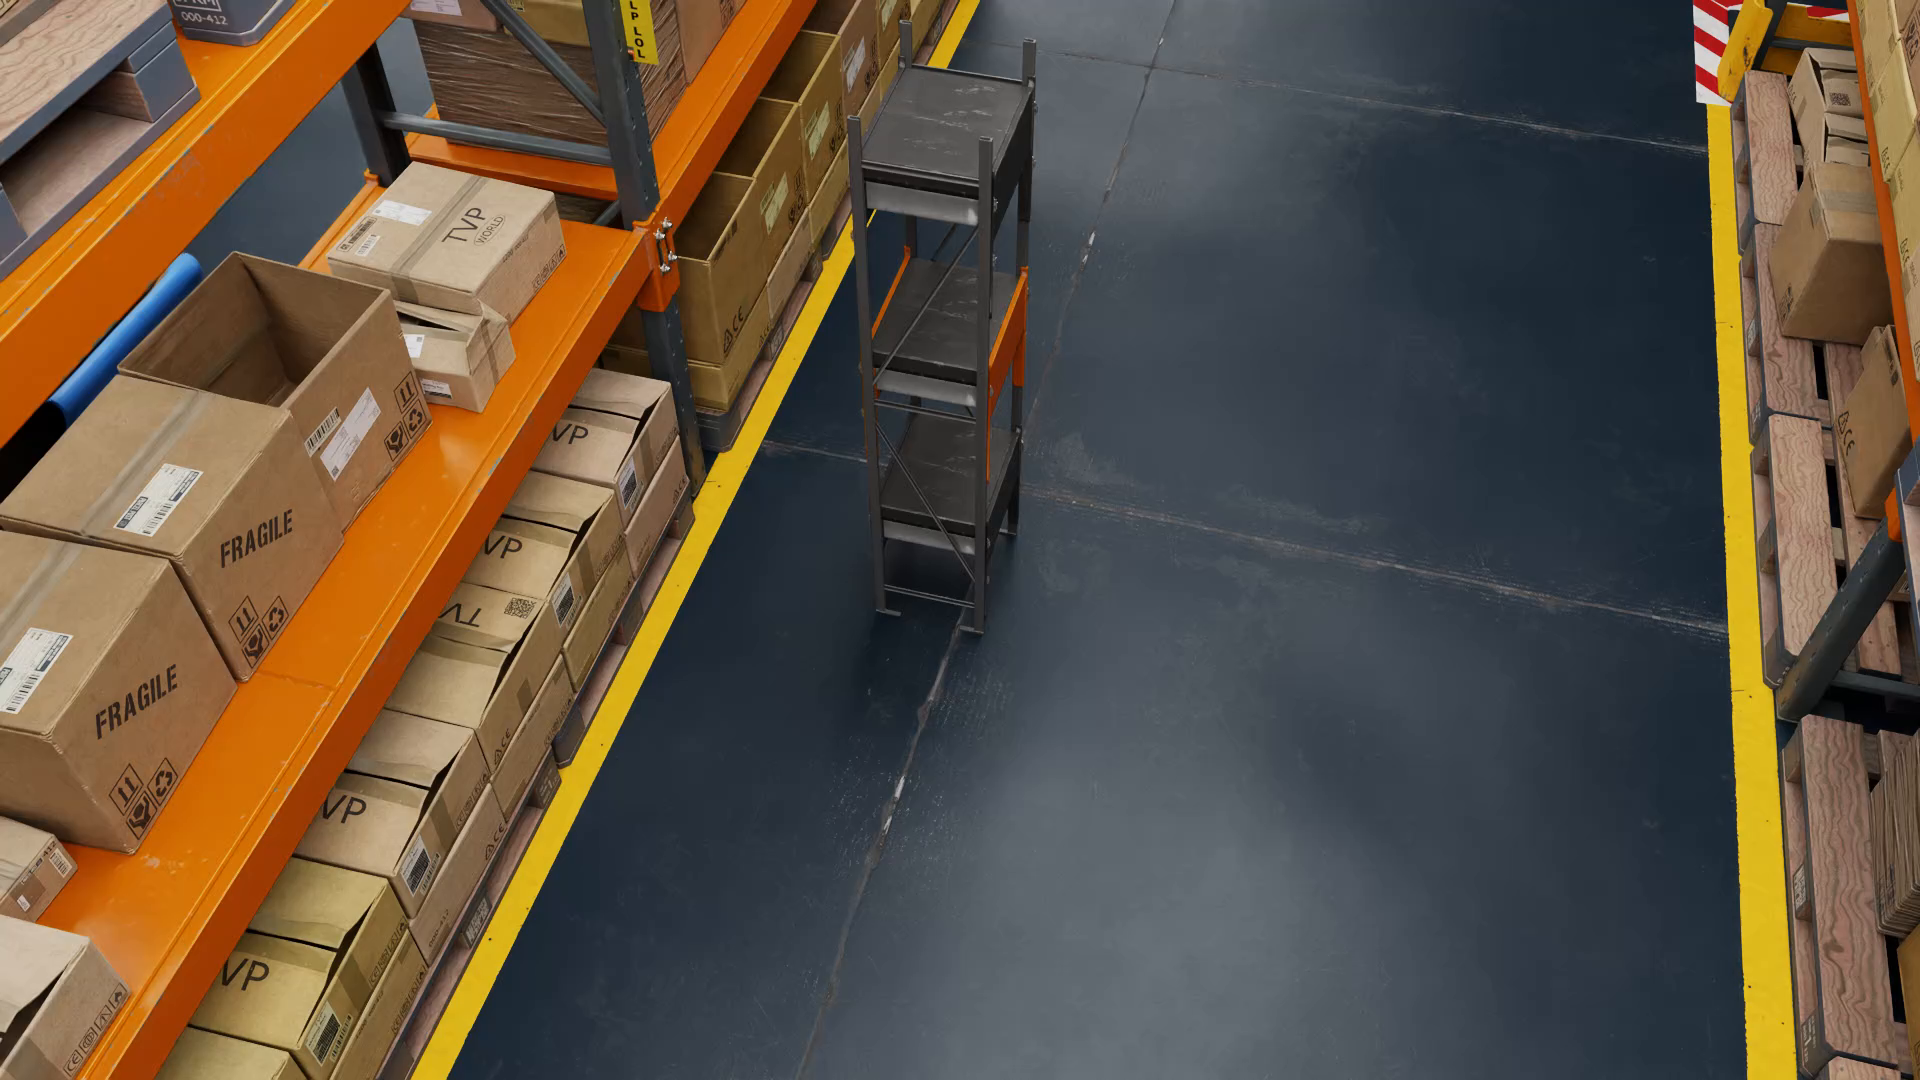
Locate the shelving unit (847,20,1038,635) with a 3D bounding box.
[{"bbox_3d":[-0.044,-0.575,5.357,0.431,2.100,0.503,12,50,10],"label":"shelving unit"}]

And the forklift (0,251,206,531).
[{"bbox_3d":[-3.489,-0.281,4.543,1.130,2.935,3.031,12,50,11],"label":"forklift"}]

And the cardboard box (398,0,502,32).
[{"bbox_3d":[-1.617,-1.780,5.321,0.380,0.149,0.250,12,50,10],"label":"cardboard box"}]

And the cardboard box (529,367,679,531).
[{"bbox_3d":[-1.312,-0.359,5.746,0.500,0.311,0.500,12,50,10],"label":"cardboard box"}]

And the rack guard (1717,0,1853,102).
[{"bbox_3d":[4.331,-2.330,7.973,1.175,0.500,0.348,12,50,10],"label":"rack guard"}]

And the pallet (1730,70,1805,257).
[{"bbox_3d":[4.083,-1.654,7.569,1.003,0.211,1.213,12,50,10],"label":"pallet"}]

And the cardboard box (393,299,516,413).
[{"bbox_3d":[-1.537,-0.577,4.848,0.396,0.266,0.258,10,49,9],"label":"cardboard box"}]

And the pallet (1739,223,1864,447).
[{"bbox_3d":[3.760,-0.774,6.792,1.003,0.211,1.213,12,50,10],"label":"pallet"}]

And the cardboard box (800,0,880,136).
[{"bbox_3d":[-0.665,-2.130,7.183,0.500,0.500,0.500,12,50,10],"label":"cardboard box"}]

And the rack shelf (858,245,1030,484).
[{"bbox_3d":[-0.044,-0.566,5.367,0.431,0.518,0.480,12,50,10],"label":"rack shelf"}]

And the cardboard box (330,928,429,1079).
[{"bbox_3d":[-1.851,1.309,4.648,0.500,0.250,0.500,10,49,9],"label":"cardboard box"}]

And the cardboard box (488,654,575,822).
[{"bbox_3d":[-1.581,0.570,5.300,0.500,0.250,0.500,13,50,11],"label":"cardboard box"}]

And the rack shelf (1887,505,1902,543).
[{"bbox_3d":[2.771,1.366,3.524,1.077,0.370,4.000,12,50,10],"label":"rack shelf"}]

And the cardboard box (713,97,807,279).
[{"bbox_3d":[-0.934,-1.408,6.545,0.500,0.500,0.500,12,50,10],"label":"cardboard box"}]

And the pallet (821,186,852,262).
[{"bbox_3d":[-0.913,-1.823,7.718,1.003,0.211,1.213,12,50,10],"label":"pallet"}]

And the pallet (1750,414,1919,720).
[{"bbox_3d":[3.440,0.111,6.011,1.003,0.211,1.213,12,50,10],"label":"pallet"}]

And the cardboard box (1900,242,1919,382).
[{"bbox_3d":[3.130,-0.678,4.934,0.500,0.250,0.500,12,50,10],"label":"cardboard box"}]

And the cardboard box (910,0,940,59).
[{"bbox_3d":[-0.406,-2.606,8.103,0.500,0.250,0.500,12,50,10],"label":"cardboard box"}]

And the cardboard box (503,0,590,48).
[{"bbox_3d":[-1.225,-1.697,5.248,0.380,0.149,0.250,11,50,10],"label":"cardboard box"}]

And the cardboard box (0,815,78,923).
[{"bbox_3d":[-2.254,0.749,3.756,0.380,0.149,0.250,15,50,13],"label":"cardboard box"}]

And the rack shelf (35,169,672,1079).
[{"bbox_3d":[-2.009,0.391,4.384,1.077,0.370,4.000,12,50,10],"label":"rack shelf"}]

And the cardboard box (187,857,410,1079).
[{"bbox_3d":[-1.847,1.114,4.446,0.500,0.311,0.500,10,49,9],"label":"cardboard box"}]

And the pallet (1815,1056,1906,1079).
[{"bbox_3d":[2.775,2.053,4.297,1.003,0.211,1.213,12,50,10],"label":"pallet"}]

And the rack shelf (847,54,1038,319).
[{"bbox_3d":[-0.044,-1.029,4.842,0.431,0.518,0.480,12,50,10],"label":"rack shelf"}]

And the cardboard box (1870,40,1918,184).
[{"bbox_3d":[3.387,-1.404,5.575,0.500,0.250,0.500,11,50,10],"label":"cardboard box"}]

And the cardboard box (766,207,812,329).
[{"bbox_3d":[-0.931,-1.159,6.826,0.500,0.250,0.500,12,50,10],"label":"cardboard box"}]

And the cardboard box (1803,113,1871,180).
[{"bbox_3d":[3.932,-1.573,7.137,0.500,0.311,0.500,15,50,13],"label":"cardboard box"}]

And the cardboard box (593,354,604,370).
[{"bbox_3d":[-1.571,-0.901,6.599,0.500,0.250,0.500,12,50,10],"label":"cardboard box"}]

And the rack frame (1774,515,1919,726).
[{"bbox_3d":[3.298,-0.319,4.531,1.000,3.000,0.127,12,50,10],"label":"rack frame"}]

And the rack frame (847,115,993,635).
[{"bbox_3d":[-0.108,-0.399,5.201,0.400,2.100,0.015,12,50,10],"label":"rack frame"}]

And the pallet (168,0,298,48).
[{"bbox_3d":[-1.702,-1.582,3.773,0.805,0.209,1.217,10,49,9],"label":"pallet"}]

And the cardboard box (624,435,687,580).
[{"bbox_3d":[-1.312,-0.165,5.949,0.500,0.250,0.500,11,50,10],"label":"cardboard box"}]

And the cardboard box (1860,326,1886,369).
[{"bbox_3d":[3.738,-0.674,6.452,0.380,0.149,0.250,8,49,7],"label":"cardboard box"}]

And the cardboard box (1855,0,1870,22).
[{"bbox_3d":[3.653,-2.133,6.218,0.500,0.250,0.500,11,49,9],"label":"cardboard box"}]

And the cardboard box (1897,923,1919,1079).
[{"bbox_3d":[3.032,1.282,4.491,0.700,0.500,0.500,11,49,9],"label":"cardboard box"}]

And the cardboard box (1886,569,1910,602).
[{"bbox_3d":[3.410,0.080,5.775,0.380,0.166,0.250,6,49,5],"label":"cardboard box"}]

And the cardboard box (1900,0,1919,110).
[{"bbox_3d":[3.393,-1.651,5.293,0.500,0.500,0.500,10,49,9],"label":"cardboard box"}]

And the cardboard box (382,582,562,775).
[{"bbox_3d":[-1.577,0.379,5.094,0.500,0.311,0.500,11,50,10],"label":"cardboard box"}]

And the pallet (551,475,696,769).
[{"bbox_3d":[-1.639,0.170,5.959,1.003,0.211,1.213,12,50,10],"label":"pallet"}]

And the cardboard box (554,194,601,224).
[{"bbox_3d":[-1.428,-1.509,6.635,0.500,0.500,0.500,12,50,10],"label":"cardboard box"}]

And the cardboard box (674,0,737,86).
[{"bbox_3d":[-1.239,-2.032,5.976,0.700,0.500,0.500,11,50,10],"label":"cardboard box"}]

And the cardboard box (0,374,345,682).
[{"bbox_3d":[-1.971,-0.031,4.210,0.500,0.500,0.500,12,50,10],"label":"cardboard box"}]

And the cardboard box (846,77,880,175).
[{"bbox_3d":[-0.669,-1.882,7.464,0.500,0.250,0.500,12,50,10],"label":"cardboard box"}]
